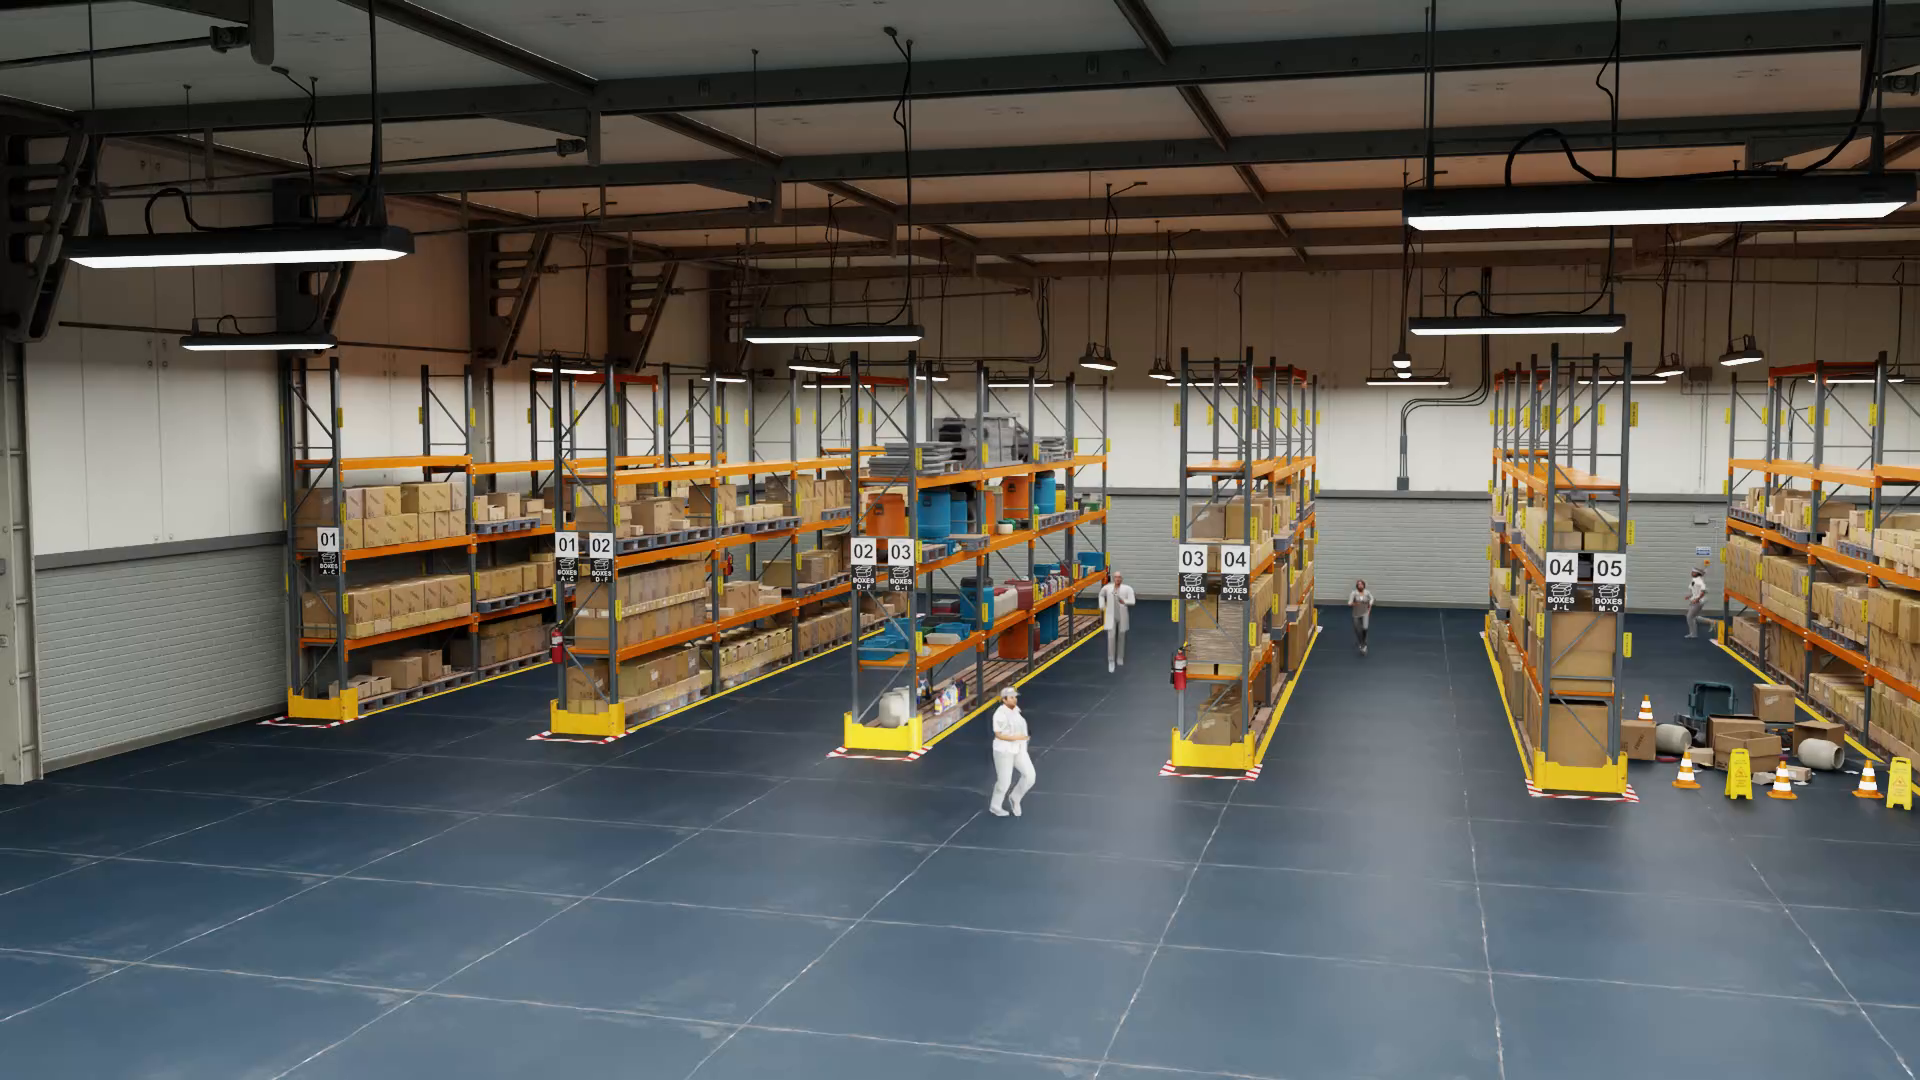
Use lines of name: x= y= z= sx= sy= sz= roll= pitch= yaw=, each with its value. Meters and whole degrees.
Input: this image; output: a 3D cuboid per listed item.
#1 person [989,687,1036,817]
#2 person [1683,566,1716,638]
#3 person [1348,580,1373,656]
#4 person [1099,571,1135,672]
person: x=0.646 y=2.653 z=20.742 sx=0.579 sy=1.648 sz=0.643 roll=-4 pitch=6 yaw=-44
person: x=16.855 y=1.410 z=37.818 sx=0.687 sy=1.654 sz=0.562 roll=1 pitch=4 yaw=15
person: x=8.473 y=1.629 z=35.199 sx=0.521 sy=1.597 sz=0.717 roll=1 pitch=4 yaw=15
person: x=2.950 y=1.513 z=31.346 sx=0.663 sy=1.853 sz=0.855 roll=0 pitch=4 yaw=4
